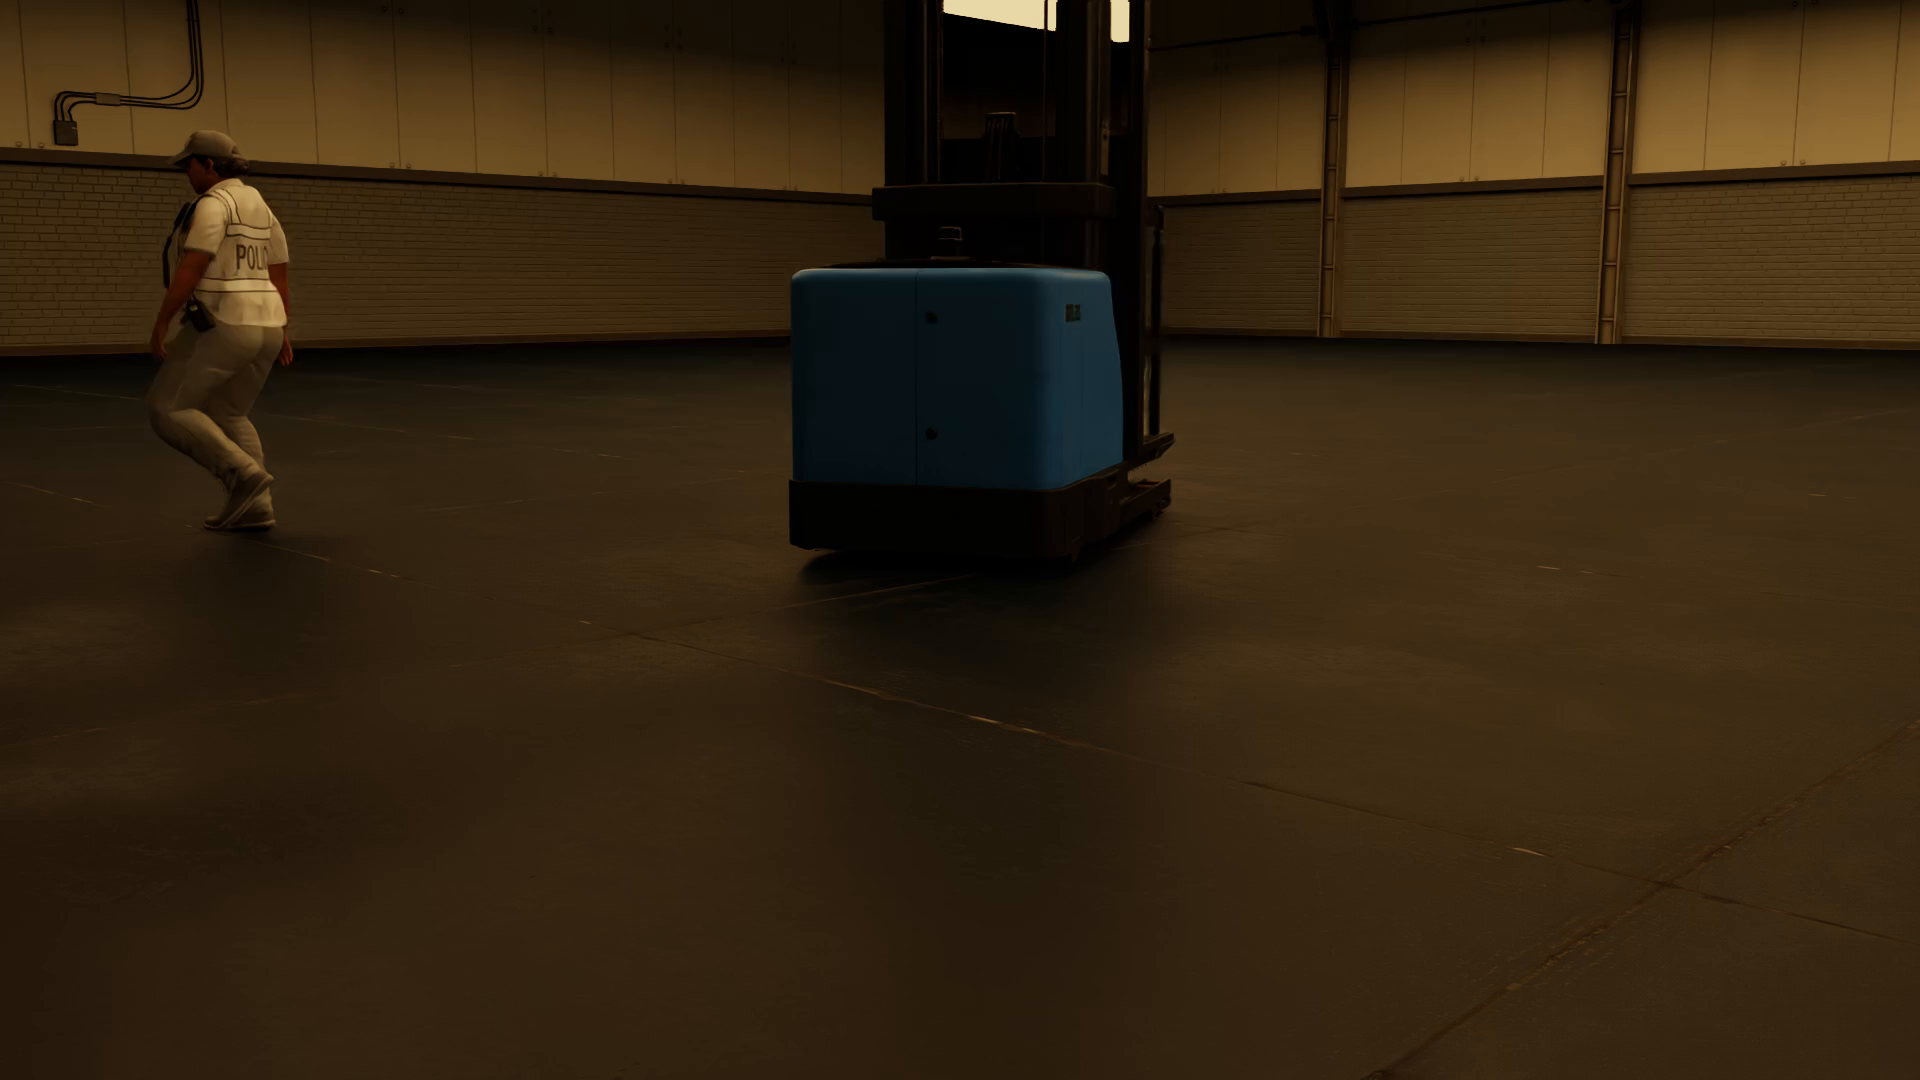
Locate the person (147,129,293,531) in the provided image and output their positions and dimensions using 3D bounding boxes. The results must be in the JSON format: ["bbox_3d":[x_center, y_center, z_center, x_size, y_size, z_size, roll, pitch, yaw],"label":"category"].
[{"bbox_3d":[-3.027,-0.846,6.831,0.470,1.645,0.645,0,9,3],"label":"person"}]

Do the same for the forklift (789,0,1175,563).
[{"bbox_3d":[0.316,-1.546,7.143,1.130,2.935,3.031,3,9,18],"label":"forklift"}]
